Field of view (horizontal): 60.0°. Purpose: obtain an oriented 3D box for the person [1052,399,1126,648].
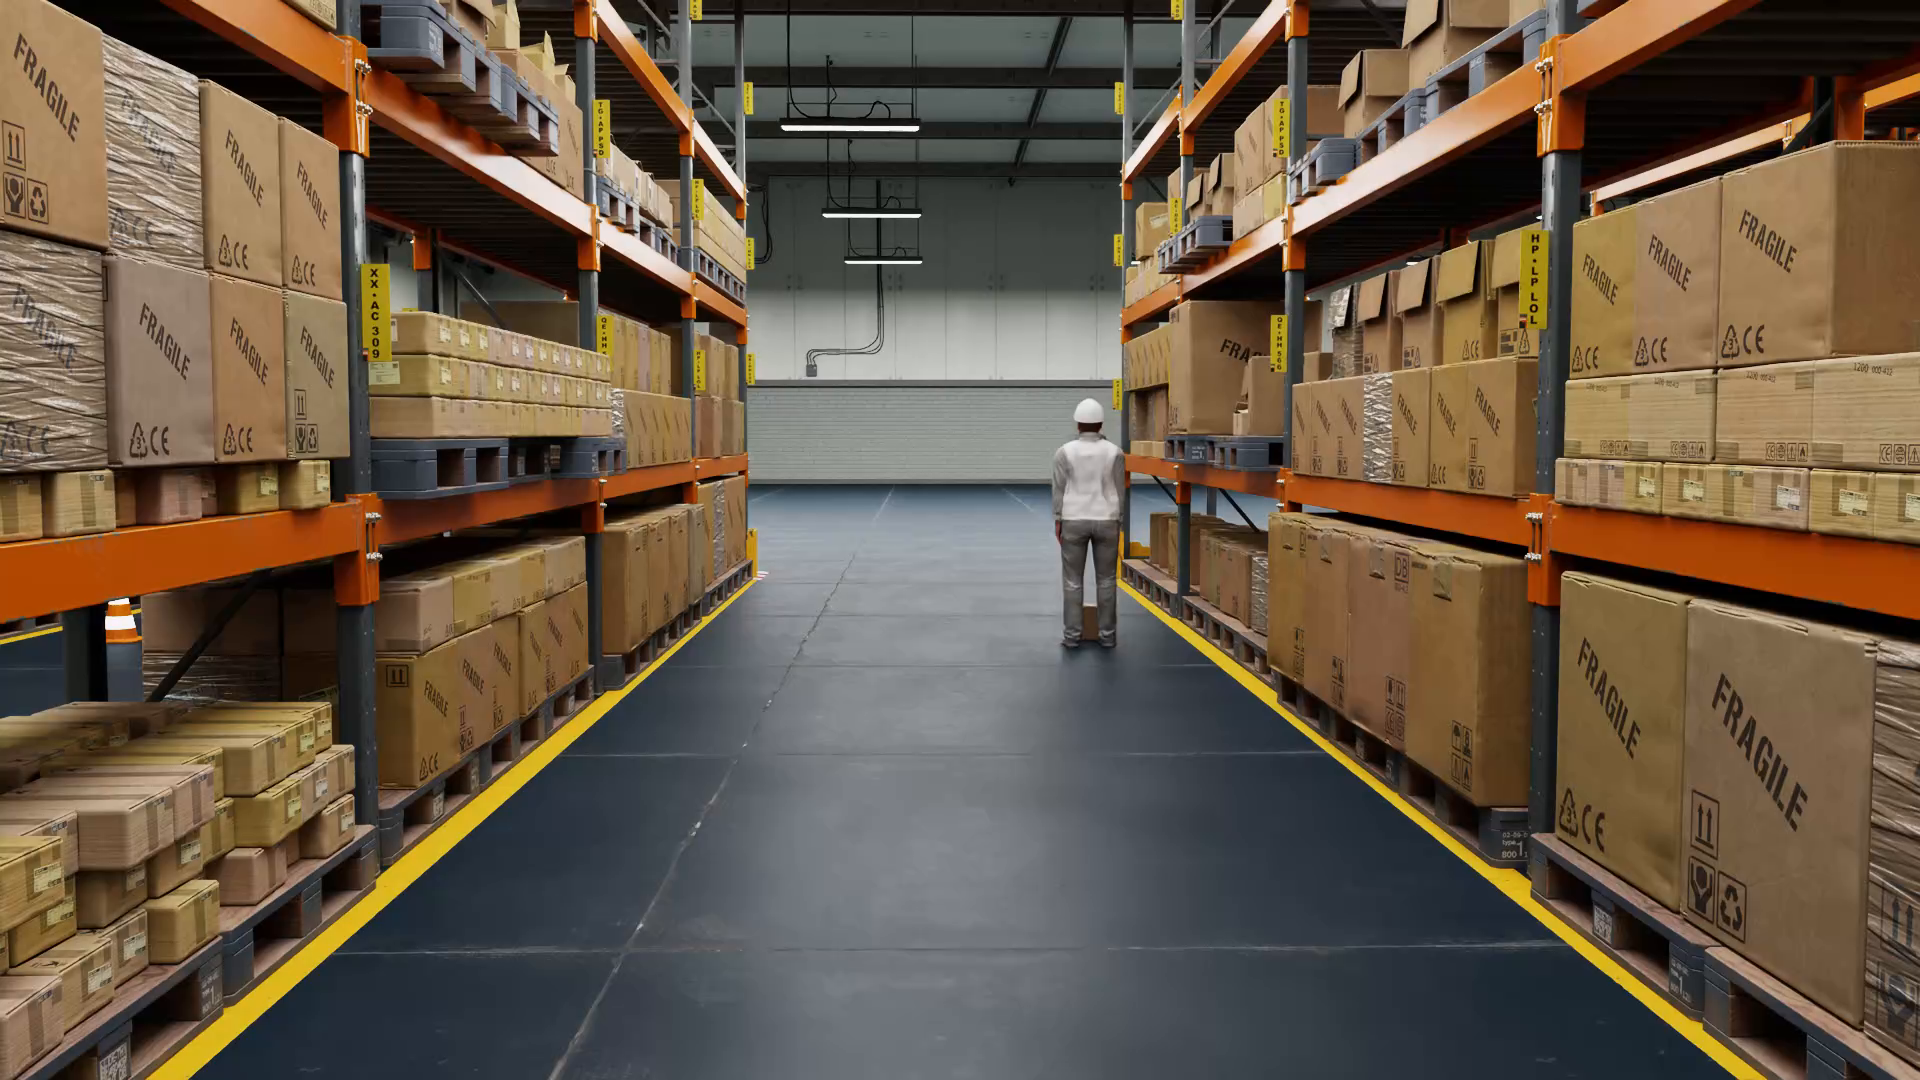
[{"bbox_3d":[0.917,-0.121,11.900,0.530,1.769,0.358,0,4,0],"label":"person"}]
